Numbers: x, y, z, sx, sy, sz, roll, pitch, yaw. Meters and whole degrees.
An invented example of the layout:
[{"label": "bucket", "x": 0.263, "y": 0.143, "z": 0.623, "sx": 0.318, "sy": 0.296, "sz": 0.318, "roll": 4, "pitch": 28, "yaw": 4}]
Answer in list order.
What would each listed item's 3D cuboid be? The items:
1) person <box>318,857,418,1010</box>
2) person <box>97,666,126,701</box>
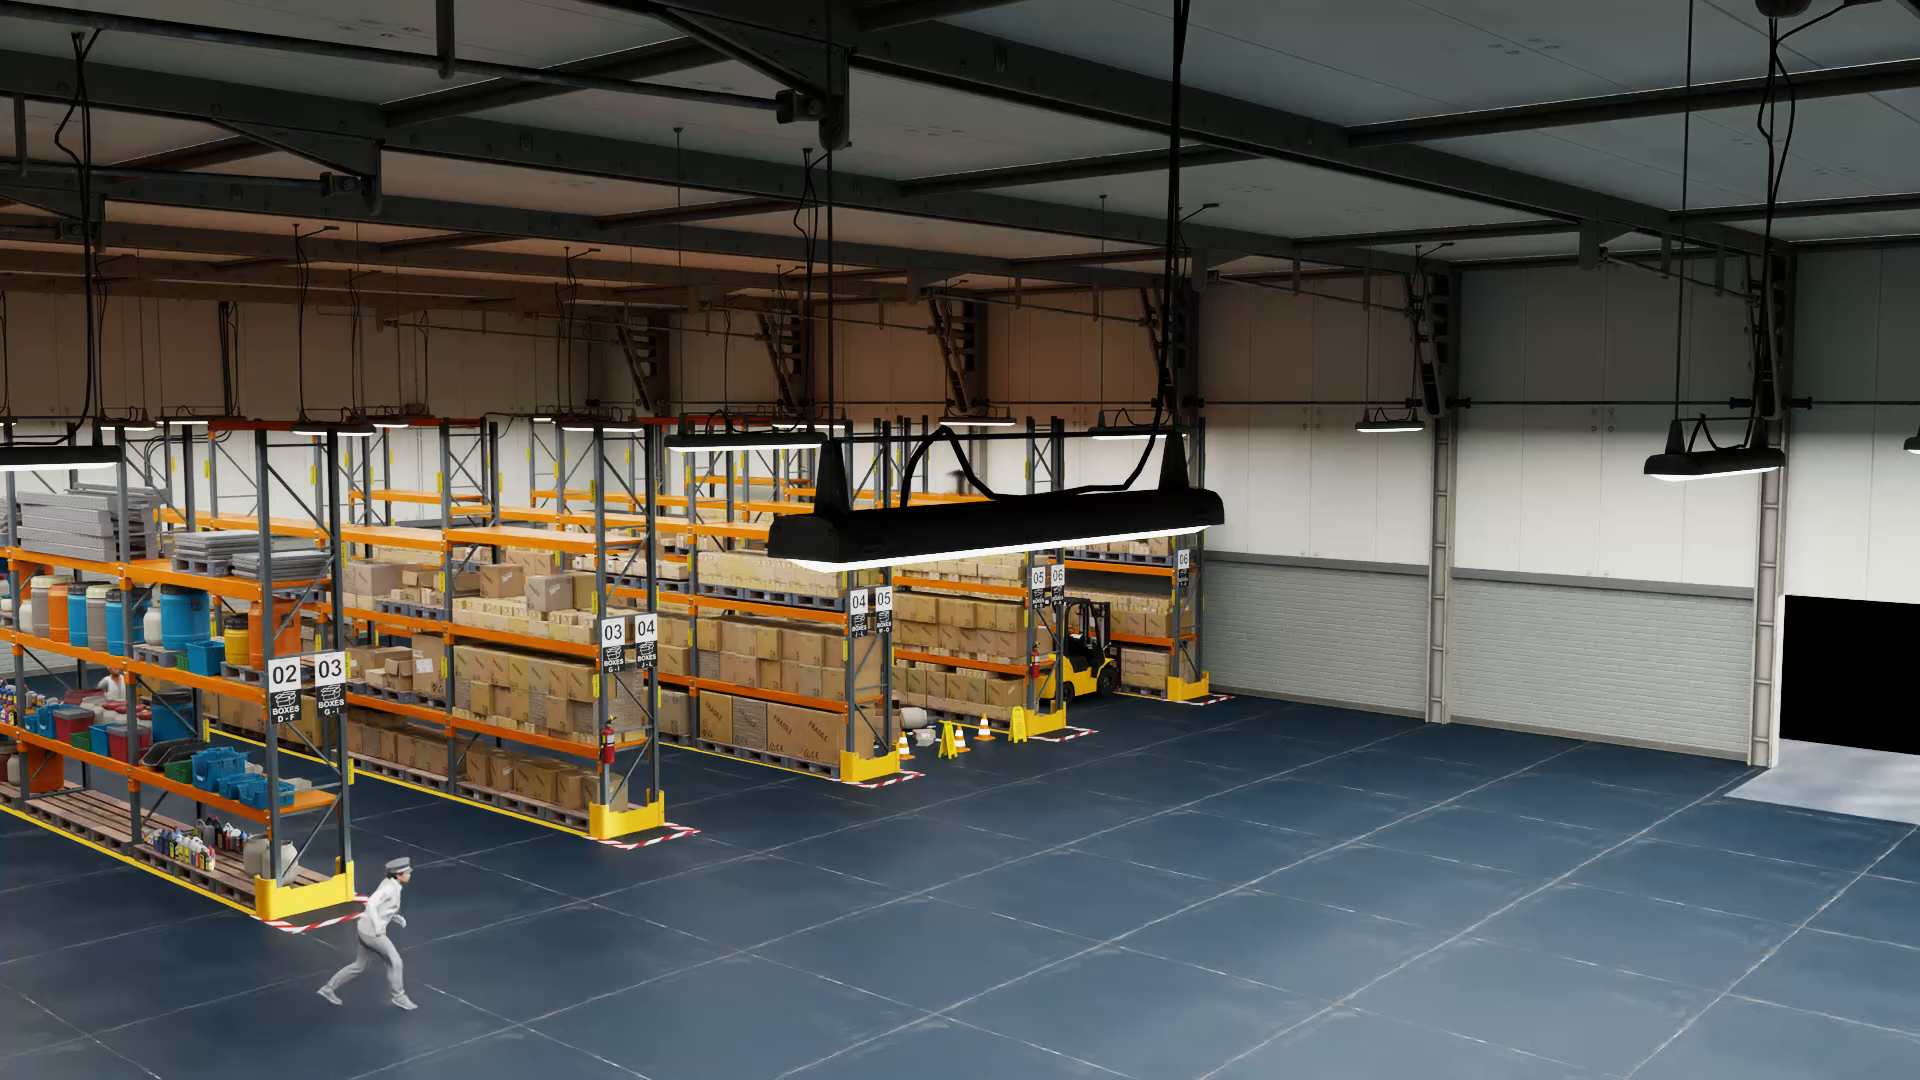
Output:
[{"label": "person", "x": -6.131, "y": 4.128, "z": 17.183, "sx": 0.967, "sy": 1.632, "sz": 0.657, "roll": -1, "pitch": 5, "yaw": -14}, {"label": "person", "x": -15.055, "y": 3.005, "z": 29.669, "sx": 0.647, "sy": 1.728, "sz": 0.661, "roll": 4, "pitch": 6, "yaw": 38}]
